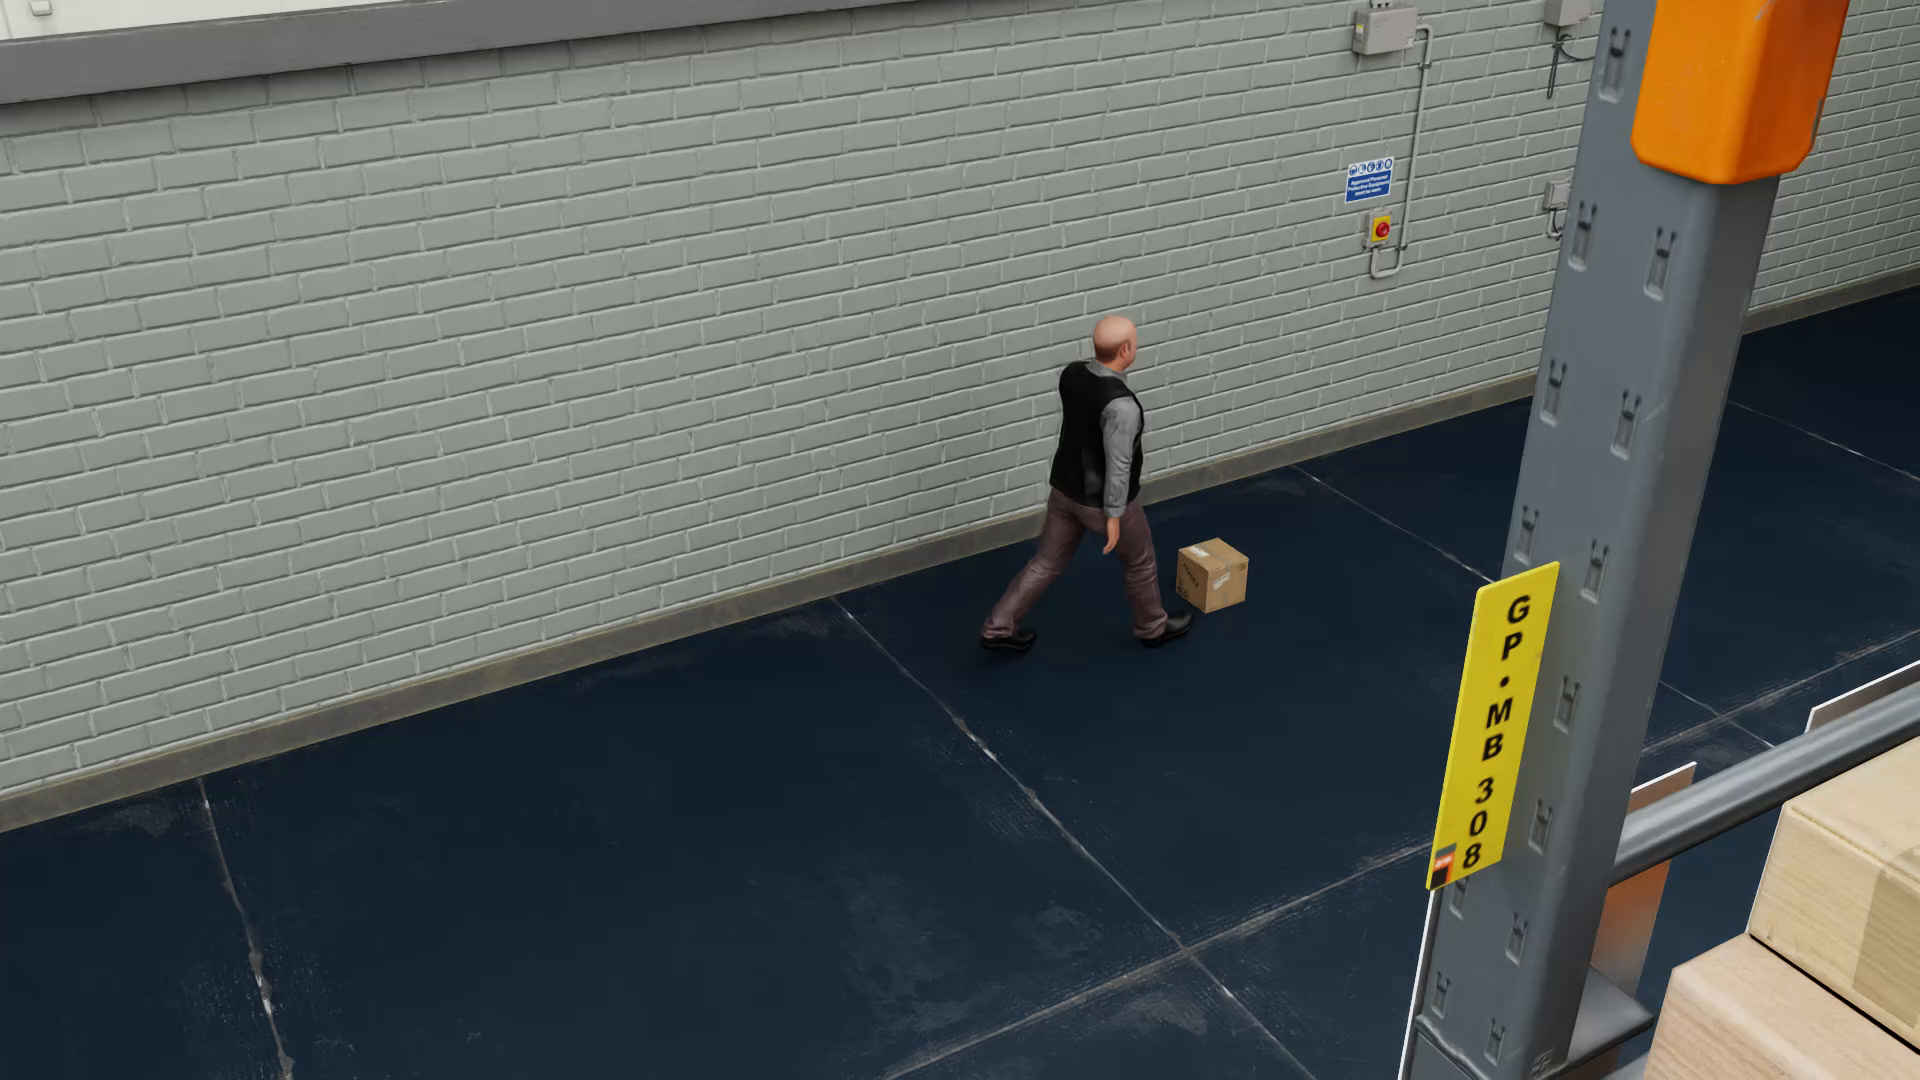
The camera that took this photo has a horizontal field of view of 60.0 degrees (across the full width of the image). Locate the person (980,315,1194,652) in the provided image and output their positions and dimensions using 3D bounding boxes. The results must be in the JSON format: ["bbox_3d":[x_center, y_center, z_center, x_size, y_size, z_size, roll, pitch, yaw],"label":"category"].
[{"bbox_3d":[0.623,-0.213,7.561,1.047,1.682,0.559,-17,33,-29],"label":"person"}]
